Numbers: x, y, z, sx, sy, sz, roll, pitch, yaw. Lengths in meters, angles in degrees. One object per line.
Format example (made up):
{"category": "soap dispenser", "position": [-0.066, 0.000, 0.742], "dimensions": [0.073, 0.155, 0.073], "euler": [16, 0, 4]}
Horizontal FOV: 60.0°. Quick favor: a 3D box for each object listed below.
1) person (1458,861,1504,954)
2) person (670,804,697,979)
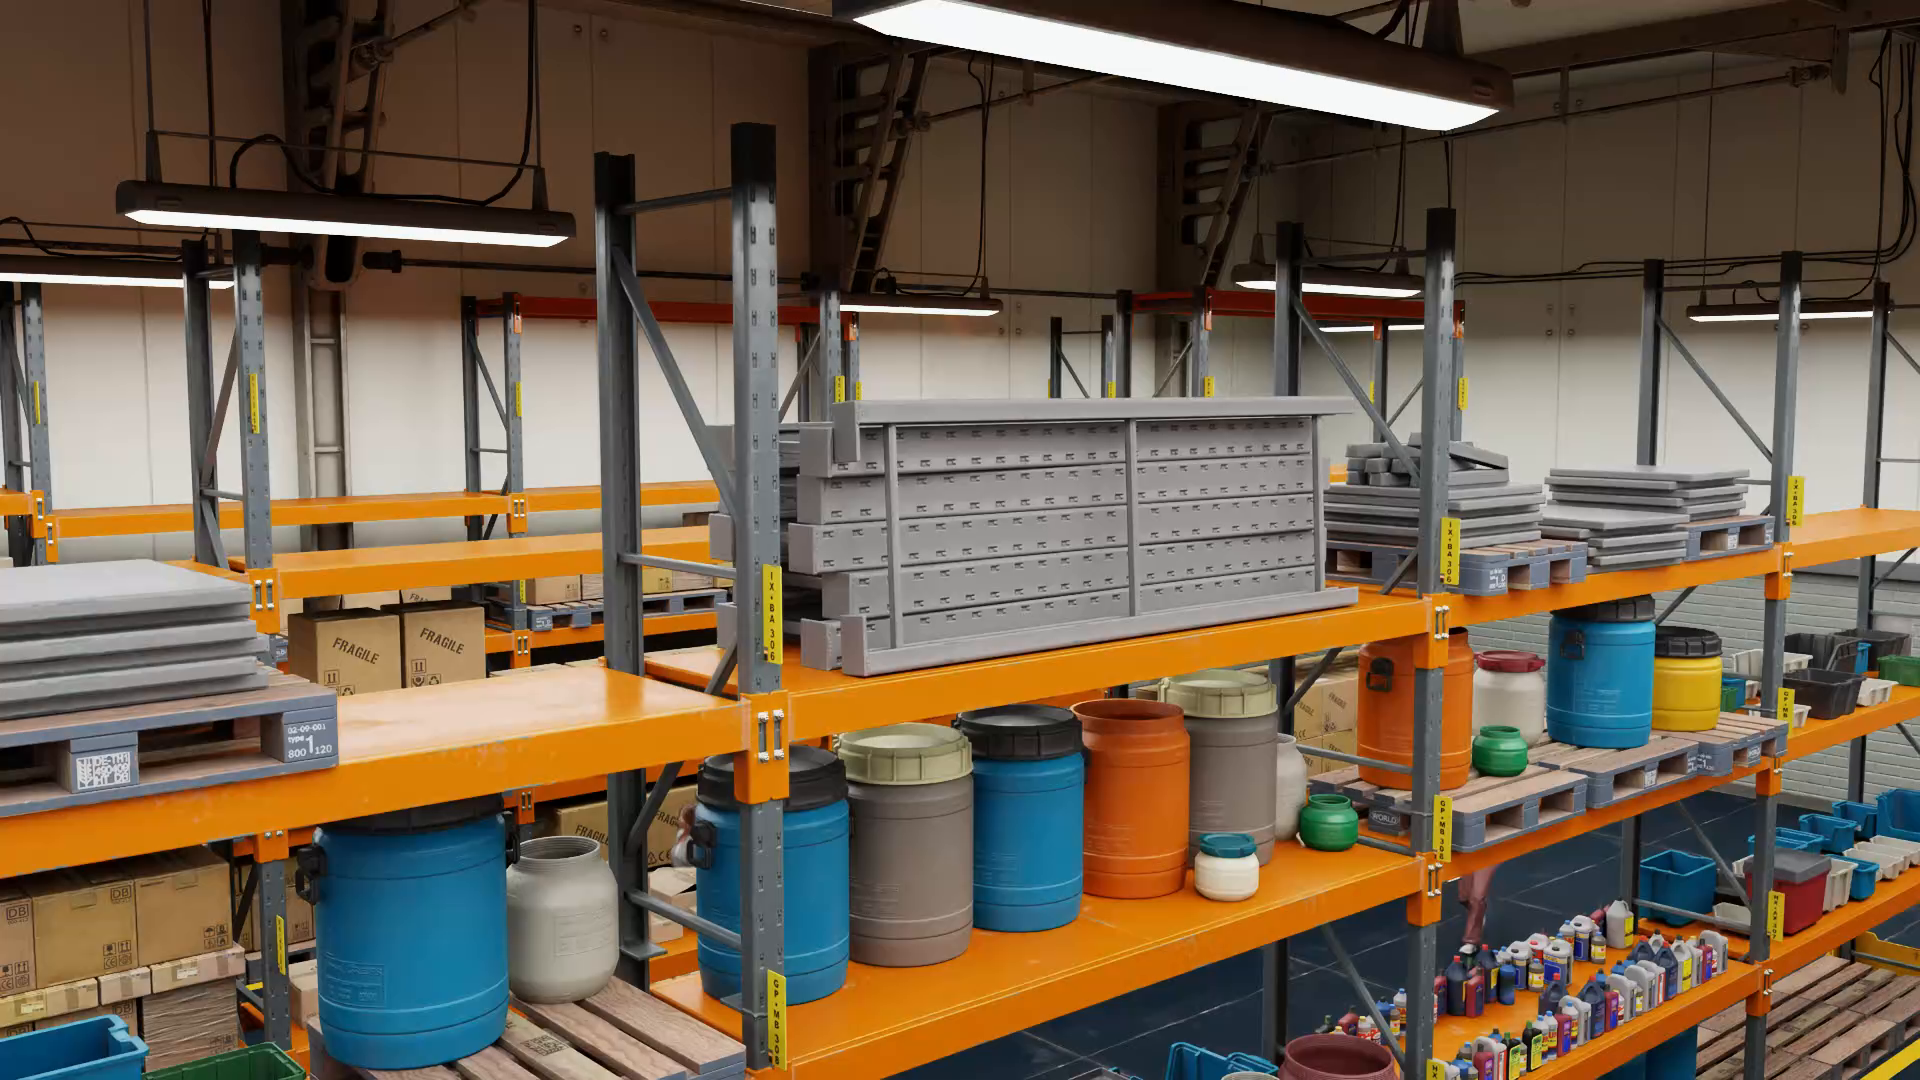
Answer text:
{"category": "person", "position": [4.740, 2.905, 15.181], "dimensions": [0.583, 1.636, 0.819], "euler": [3, 6, 32]}
{"category": "person", "position": [-2.274, 3.052, 14.375], "dimensions": [0.520, 1.581, 0.925], "euler": [5, 8, 45]}
